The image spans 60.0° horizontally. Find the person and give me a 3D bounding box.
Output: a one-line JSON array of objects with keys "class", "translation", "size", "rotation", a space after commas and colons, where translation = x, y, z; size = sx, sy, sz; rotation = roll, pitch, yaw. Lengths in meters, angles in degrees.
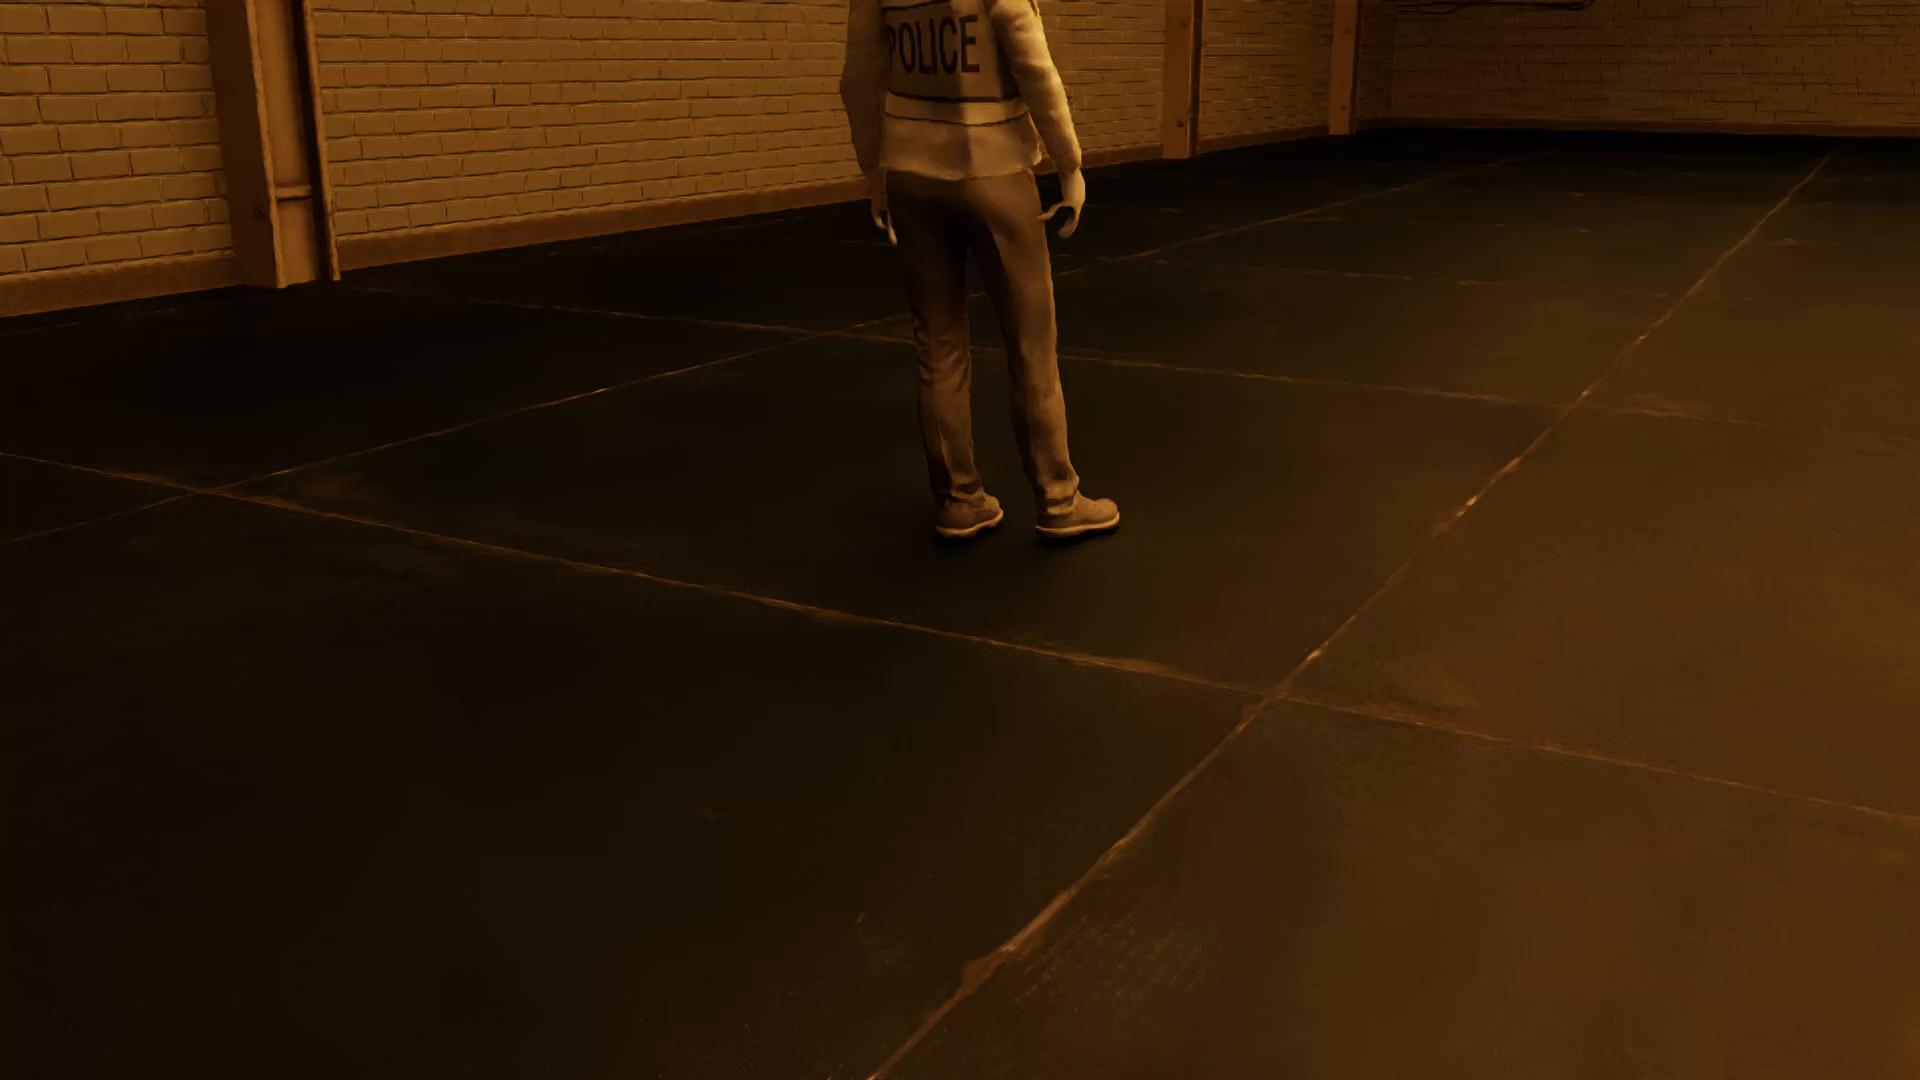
[{"class": "person", "translation": [0.040, -0.836, 3.852], "size": [0.586, 1.695, 0.533], "rotation": [9, 19, 28]}]
